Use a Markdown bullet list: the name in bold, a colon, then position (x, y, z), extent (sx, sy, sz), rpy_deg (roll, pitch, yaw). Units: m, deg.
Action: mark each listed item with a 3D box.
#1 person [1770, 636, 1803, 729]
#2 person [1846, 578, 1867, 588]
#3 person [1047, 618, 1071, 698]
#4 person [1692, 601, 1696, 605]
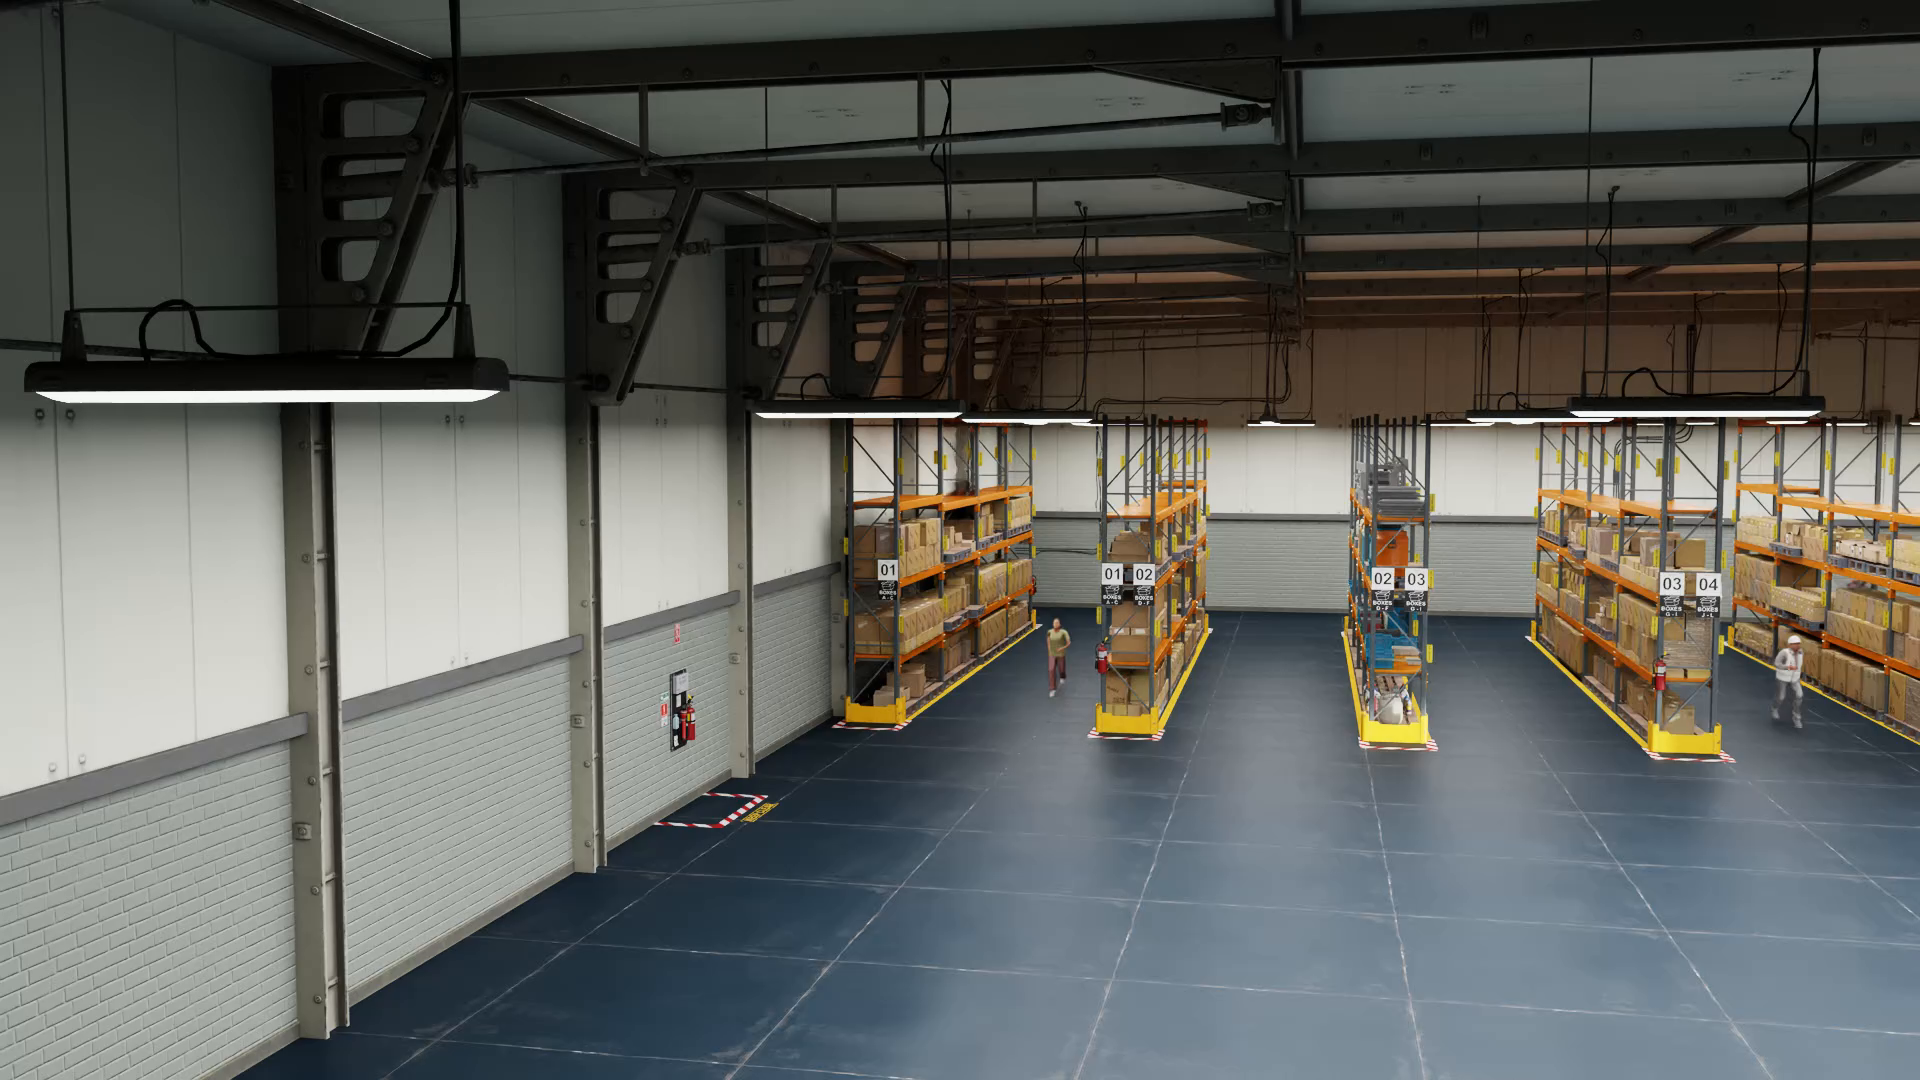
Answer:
- **person**: position (16.007, 2.713, 32.201), extent (0.657, 1.787, 1.013), rpy_deg (0, 4, 1)
- **person**: position (24.172, 1.817, 44.997), extent (0.991, 1.807, 0.699), rpy_deg (0, 4, -4)
- **person**: position (2.127, 2.511, 35.950), extent (0.547, 1.670, 1.120), rpy_deg (1, 4, 11)
- **person**: position (20.267, 1.900, 45.343), extent (0.772, 1.634, 0.756), rpy_deg (-2, 4, -27)
